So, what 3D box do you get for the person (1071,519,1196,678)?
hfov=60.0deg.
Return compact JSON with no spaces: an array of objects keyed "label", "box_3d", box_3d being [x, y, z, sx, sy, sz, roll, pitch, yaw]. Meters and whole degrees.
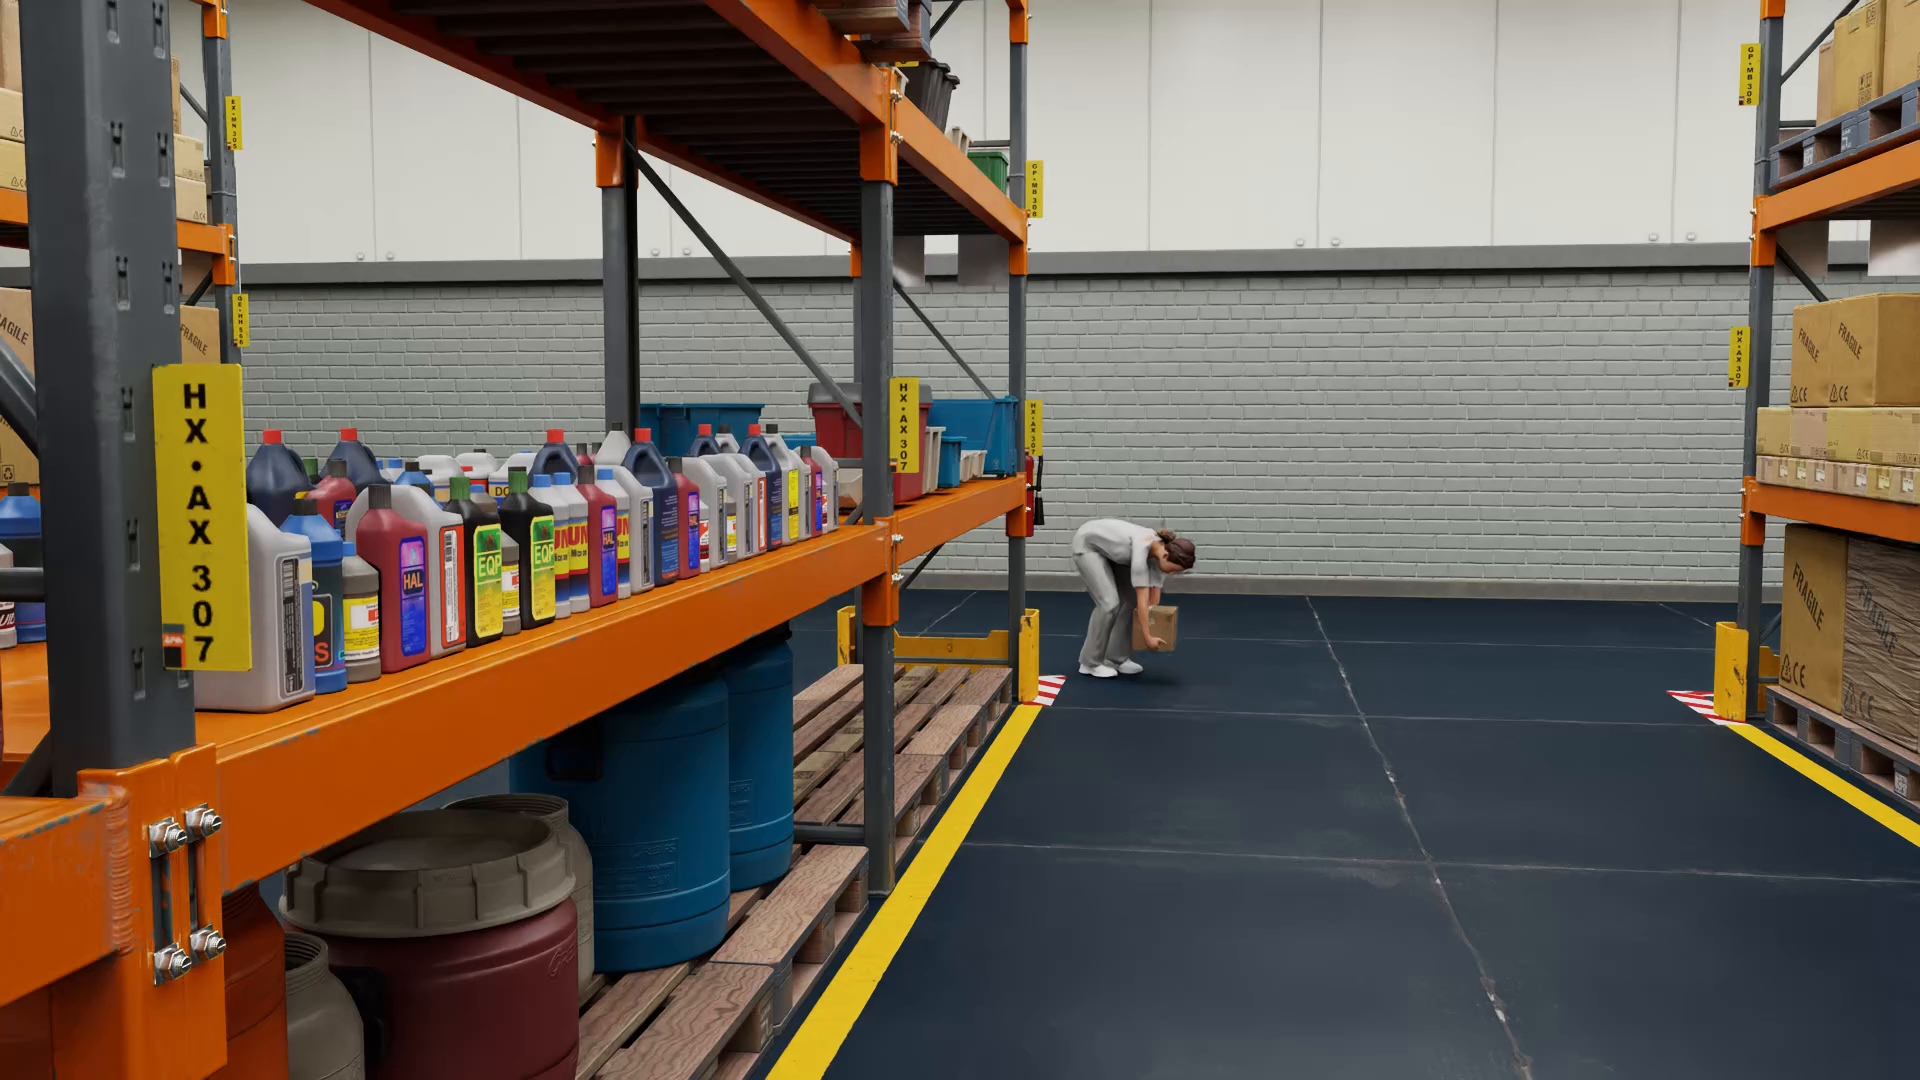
[{"label":"person","box_3d":[1.095,0.370,10.456,0.867,1.002,0.446,4,6,43]}]
